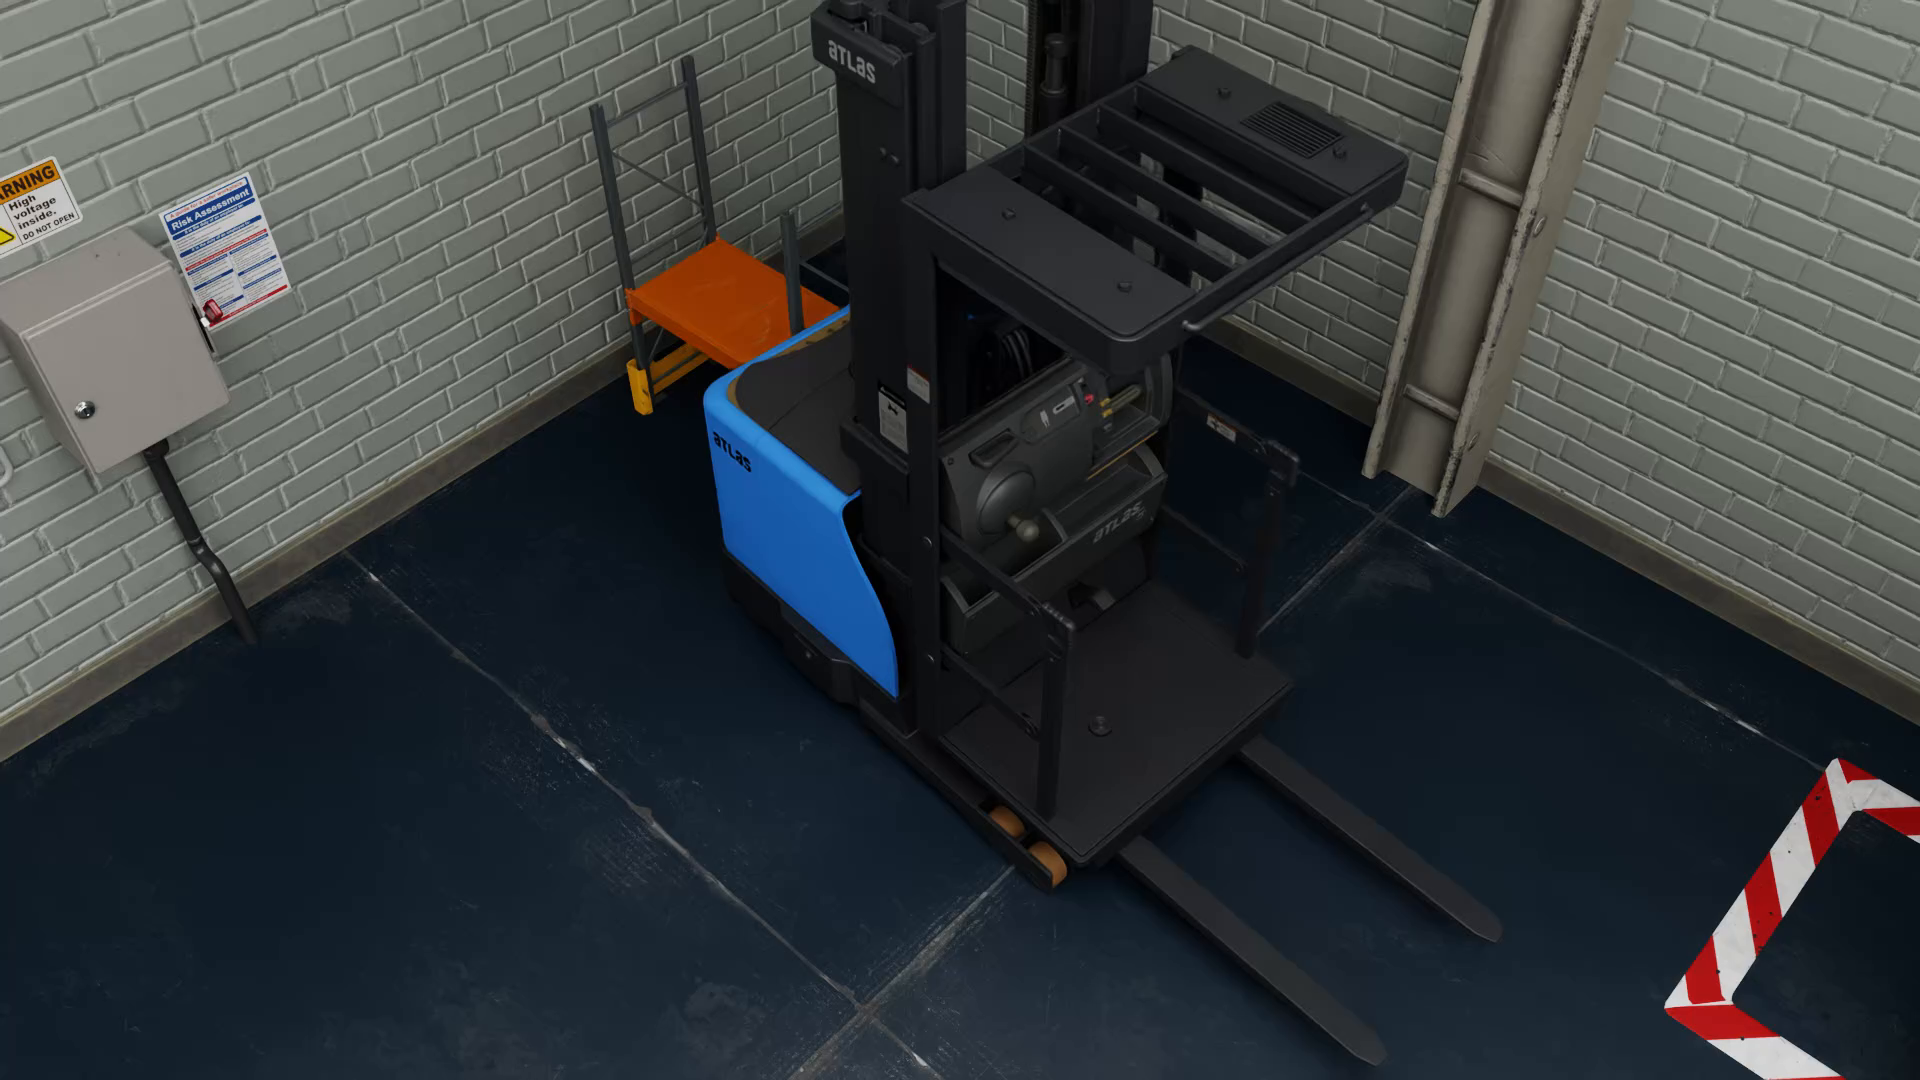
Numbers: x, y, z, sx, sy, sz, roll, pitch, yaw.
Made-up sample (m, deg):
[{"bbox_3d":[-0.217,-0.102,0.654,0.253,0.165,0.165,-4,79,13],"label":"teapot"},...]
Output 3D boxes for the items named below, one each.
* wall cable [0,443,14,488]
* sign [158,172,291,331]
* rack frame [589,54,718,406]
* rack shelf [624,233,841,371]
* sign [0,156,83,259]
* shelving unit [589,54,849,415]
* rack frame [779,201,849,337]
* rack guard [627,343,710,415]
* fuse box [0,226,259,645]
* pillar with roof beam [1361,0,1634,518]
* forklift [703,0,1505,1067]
[{"bbox_3d":[-3.262,-0.706,4.658,0.122,1.984,0.588,34,55,28],"label":"wall cable"},{"bbox_3d":[-2.500,-0.980,5.678,0.001,0.494,0.329,34,55,28],"label":"sign"},{"bbox_3d":[-1.210,-1.232,6.878,0.032,1.500,0.500,33,55,27],"label":"rack frame"},{"bbox_3d":[-0.829,-0.864,6.779,1.000,0.185,0.538,33,55,27],"label":"rack shelf"},{"bbox_3d":[-2.873,-1.001,5.066,0.001,0.242,0.339,34,55,28],"label":"sign"},{"bbox_3d":[-0.836,-0.991,6.652,1.083,1.500,0.587,33,55,27],"label":"shelving unit"},{"bbox_3d":[-0.448,-0.742,6.418,0.032,1.500,0.500,33,55,27],"label":"rack frame"},{"bbox_3d":[-1.209,-0.804,7.333,0.087,0.250,0.587,33,55,27],"label":"rack guard"},{"bbox_3d":[-2.683,-0.205,5.768,0.414,1.711,0.539,34,55,28],"label":"fuse box"},{"bbox_3d":[-0.982,-1.041,1.555,0.400,9.000,9.100,34,55,28],"label":"pillar with roof beam"},{"bbox_3d":[0.458,-0.249,4.974,1.130,2.935,3.031,-34,56,-28],"label":"forklift"}]
